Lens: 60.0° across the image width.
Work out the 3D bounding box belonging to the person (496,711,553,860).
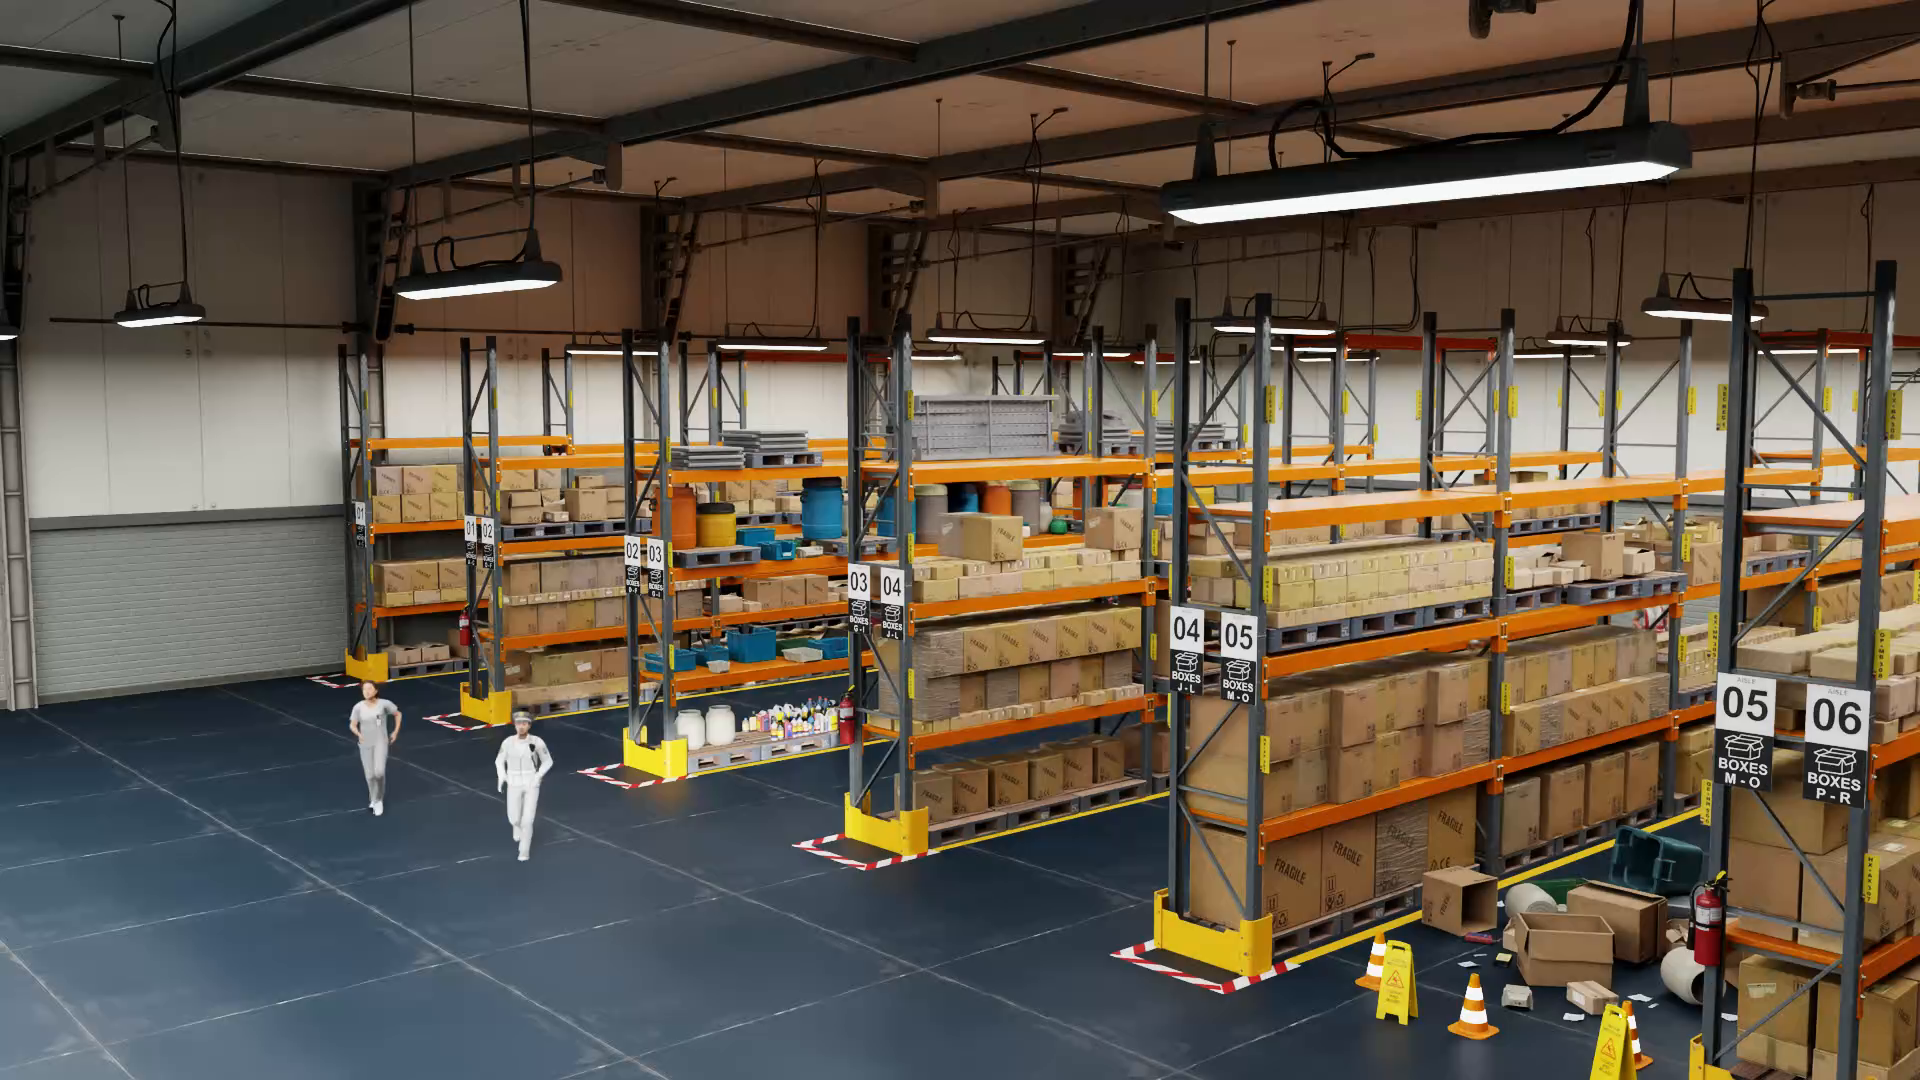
[{"bbox_3d":[-4.829,2.702,18.421,0.631,1.646,0.544,-1,5,-8],"label":"person"}]

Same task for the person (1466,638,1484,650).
[{"bbox_3d":[7.279,2.204,23.702,0.549,1.760,0.767,4,7,41],"label":"person"}]

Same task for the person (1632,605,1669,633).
[{"bbox_3d":[12.151,1.687,29.183,0.659,1.724,0.646,1,5,6],"label":"person"}]

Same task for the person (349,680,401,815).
[{"bbox_3d":[-7.160,2.529,20.348,0.574,1.649,0.668,-1,5,-8],"label":"person"}]
